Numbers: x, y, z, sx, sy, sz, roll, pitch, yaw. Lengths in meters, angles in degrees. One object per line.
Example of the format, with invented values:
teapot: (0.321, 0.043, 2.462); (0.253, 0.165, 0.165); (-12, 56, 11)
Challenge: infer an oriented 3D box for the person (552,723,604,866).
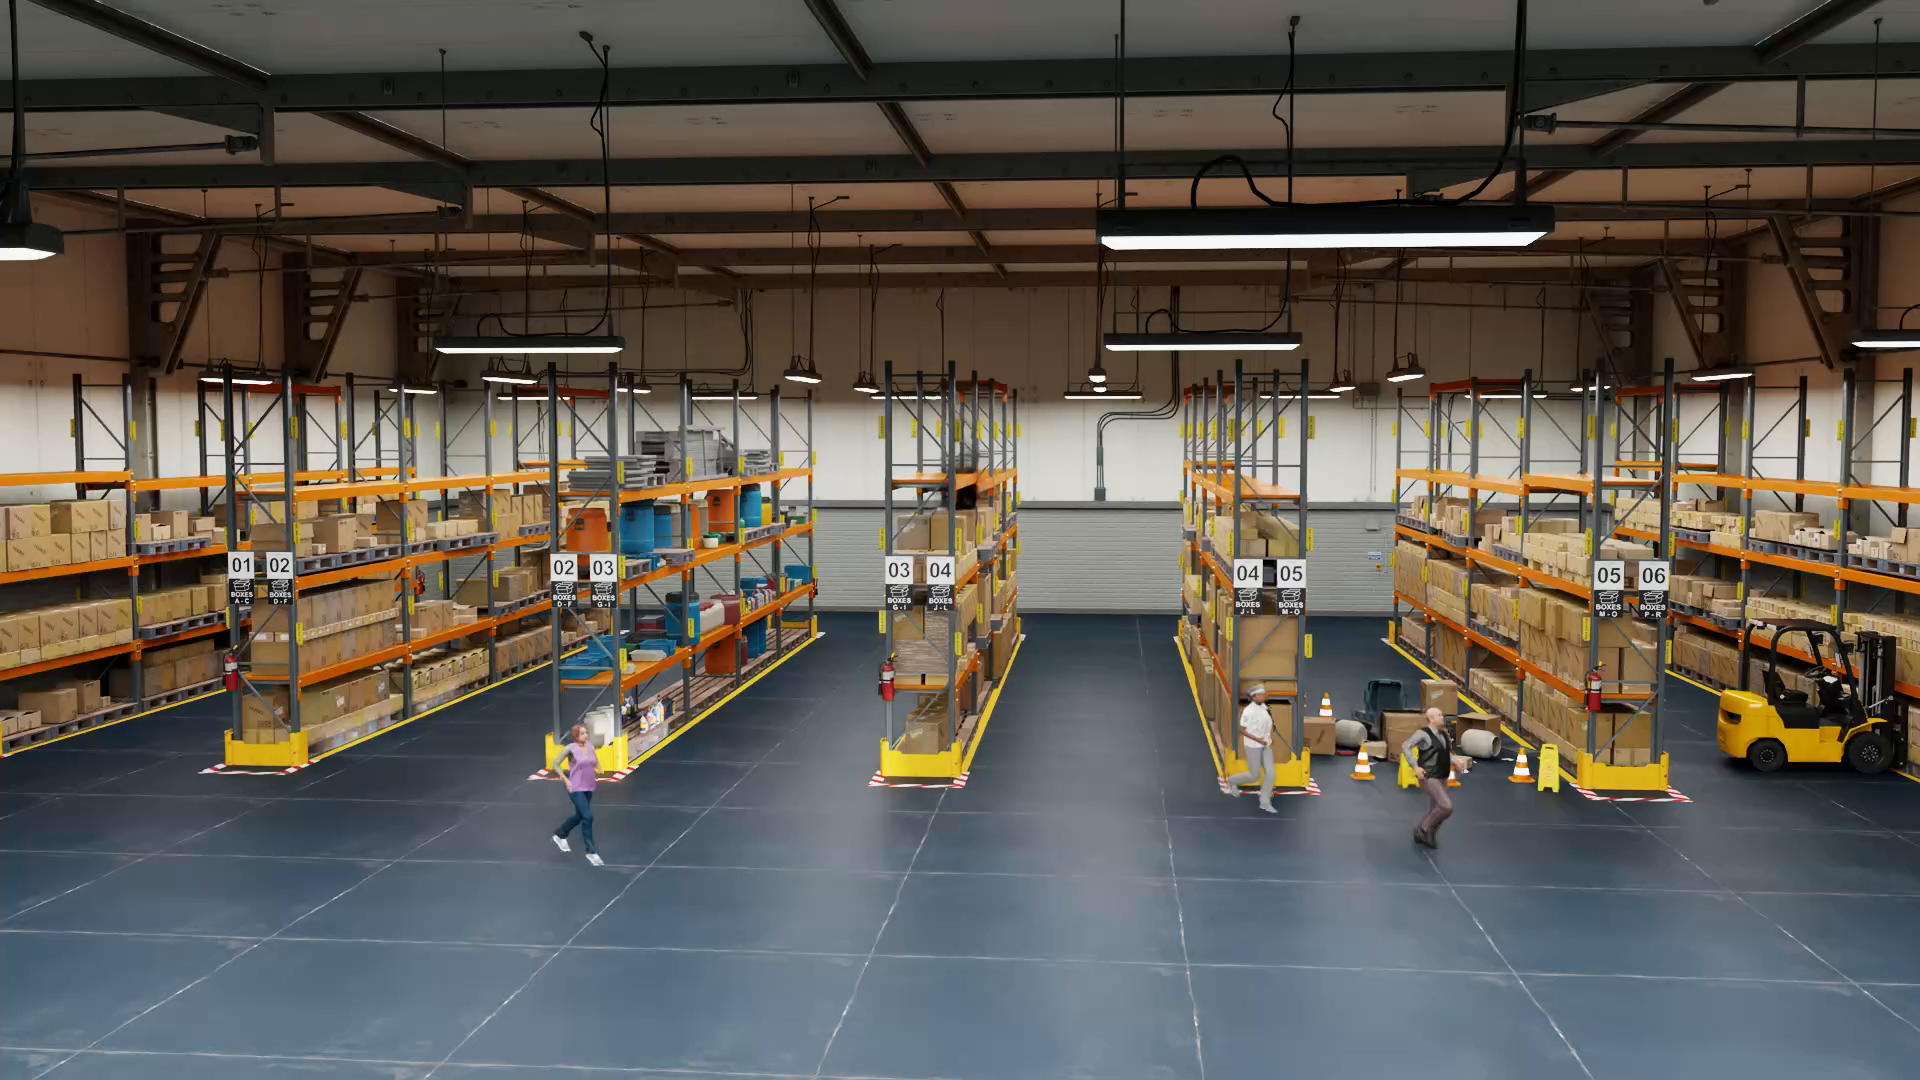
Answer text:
person: (-4.429, 2.928, 19.363); (0.817, 1.617, 0.523); (2, 5, 33)

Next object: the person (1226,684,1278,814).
person: (3.904, 2.735, 22.004); (0.583, 1.693, 0.781); (-3, 5, -42)

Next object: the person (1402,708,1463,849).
person: (5.674, 2.848, 19.865); (0.671, 1.678, 0.630); (-3, 5, -40)
